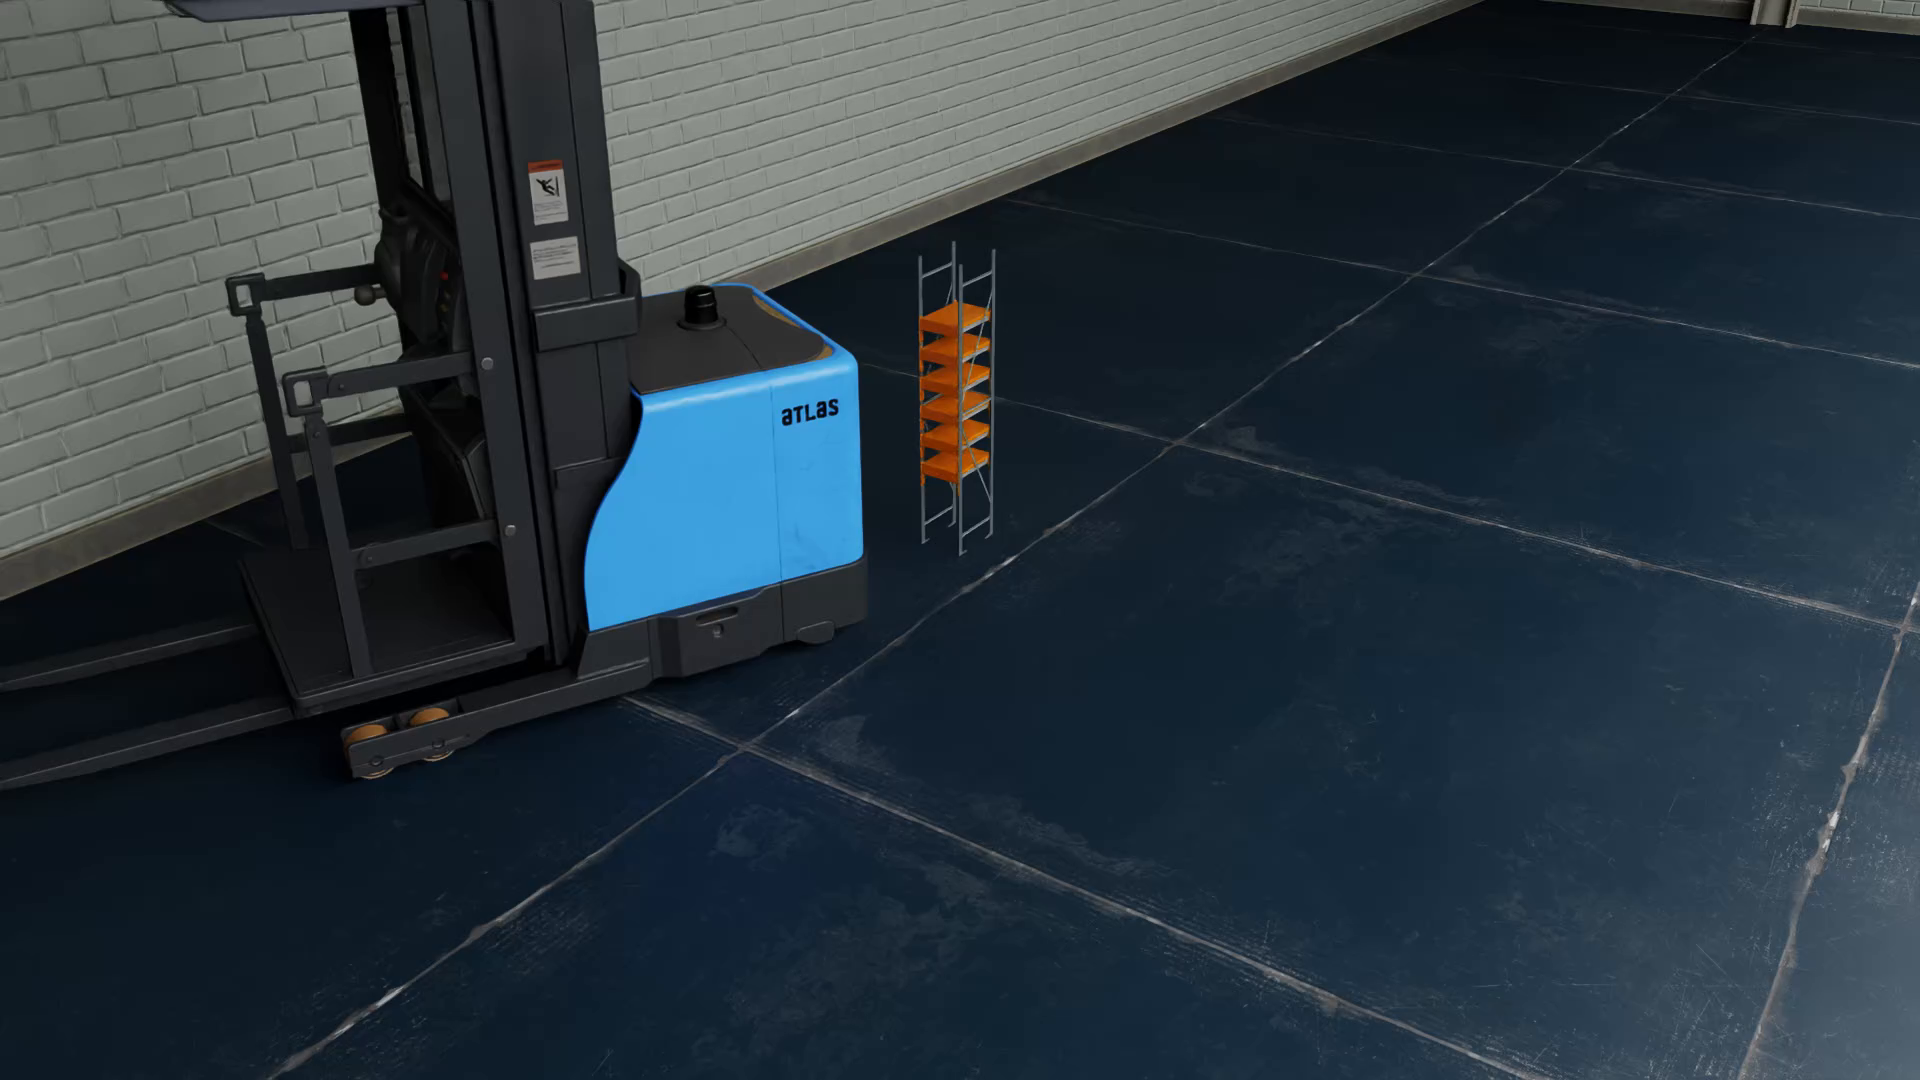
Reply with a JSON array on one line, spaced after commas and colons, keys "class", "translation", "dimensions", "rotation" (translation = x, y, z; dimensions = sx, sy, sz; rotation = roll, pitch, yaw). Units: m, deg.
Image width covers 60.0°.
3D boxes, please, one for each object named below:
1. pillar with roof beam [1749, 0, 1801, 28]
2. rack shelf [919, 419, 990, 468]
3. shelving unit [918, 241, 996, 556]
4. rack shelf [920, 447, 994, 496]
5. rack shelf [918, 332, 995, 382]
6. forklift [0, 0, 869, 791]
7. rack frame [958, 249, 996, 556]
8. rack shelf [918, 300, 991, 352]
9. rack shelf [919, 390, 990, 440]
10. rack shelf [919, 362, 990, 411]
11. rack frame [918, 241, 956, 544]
[{"class": "pillar with roof beam", "translation": [6.023, -7.774, 12.104], "dimensions": [0.400, 9.000, 9.100], "rotation": [17, 32, 30]}, {"class": "rack shelf", "translation": [-0.012, -0.392, 6.560], "dimensions": [0.180, 0.103, 0.258], "rotation": [17, 32, 30]}, {"class": "shelving unit", "translation": [-0.012, -0.538, 6.485], "dimensions": [0.189, 1.200, 0.258], "rotation": [17, 32, 30]}, {"class": "rack shelf", "translation": [-0.012, -0.285, 6.614], "dimensions": [0.180, 0.103, 0.258], "rotation": [17, 32, 30]}, {"class": "rack shelf", "translation": [-0.012, -0.713, 6.396], "dimensions": [0.180, 0.103, 0.258], "rotation": [17, 32, 30]}, {"class": "forklift", "translation": [-1.867, -0.825, 5.140], "dimensions": [3.031, 2.935, 1.130], "rotation": [-15, 30, -26]}, {"class": "rack frame", "translation": [0.063, -0.515, 6.439], "dimensions": [0.006, 1.200, 0.240], "rotation": [17, 32, 30]}, {"class": "rack shelf", "translation": [-0.012, -0.820, 6.342], "dimensions": [0.180, 0.103, 0.258], "rotation": [17, 32, 30]}, {"class": "rack shelf", "translation": [-0.012, -0.499, 6.505], "dimensions": [0.180, 0.103, 0.258], "rotation": [17, 32, 30]}, {"class": "rack shelf", "translation": [-0.012, -0.606, 6.451], "dimensions": [0.180, 0.103, 0.258], "rotation": [17, 32, 30]}, {"class": "rack frame", "translation": [-0.087, -0.562, 6.531], "dimensions": [0.006, 1.200, 0.240], "rotation": [17, 32, 30]}]
